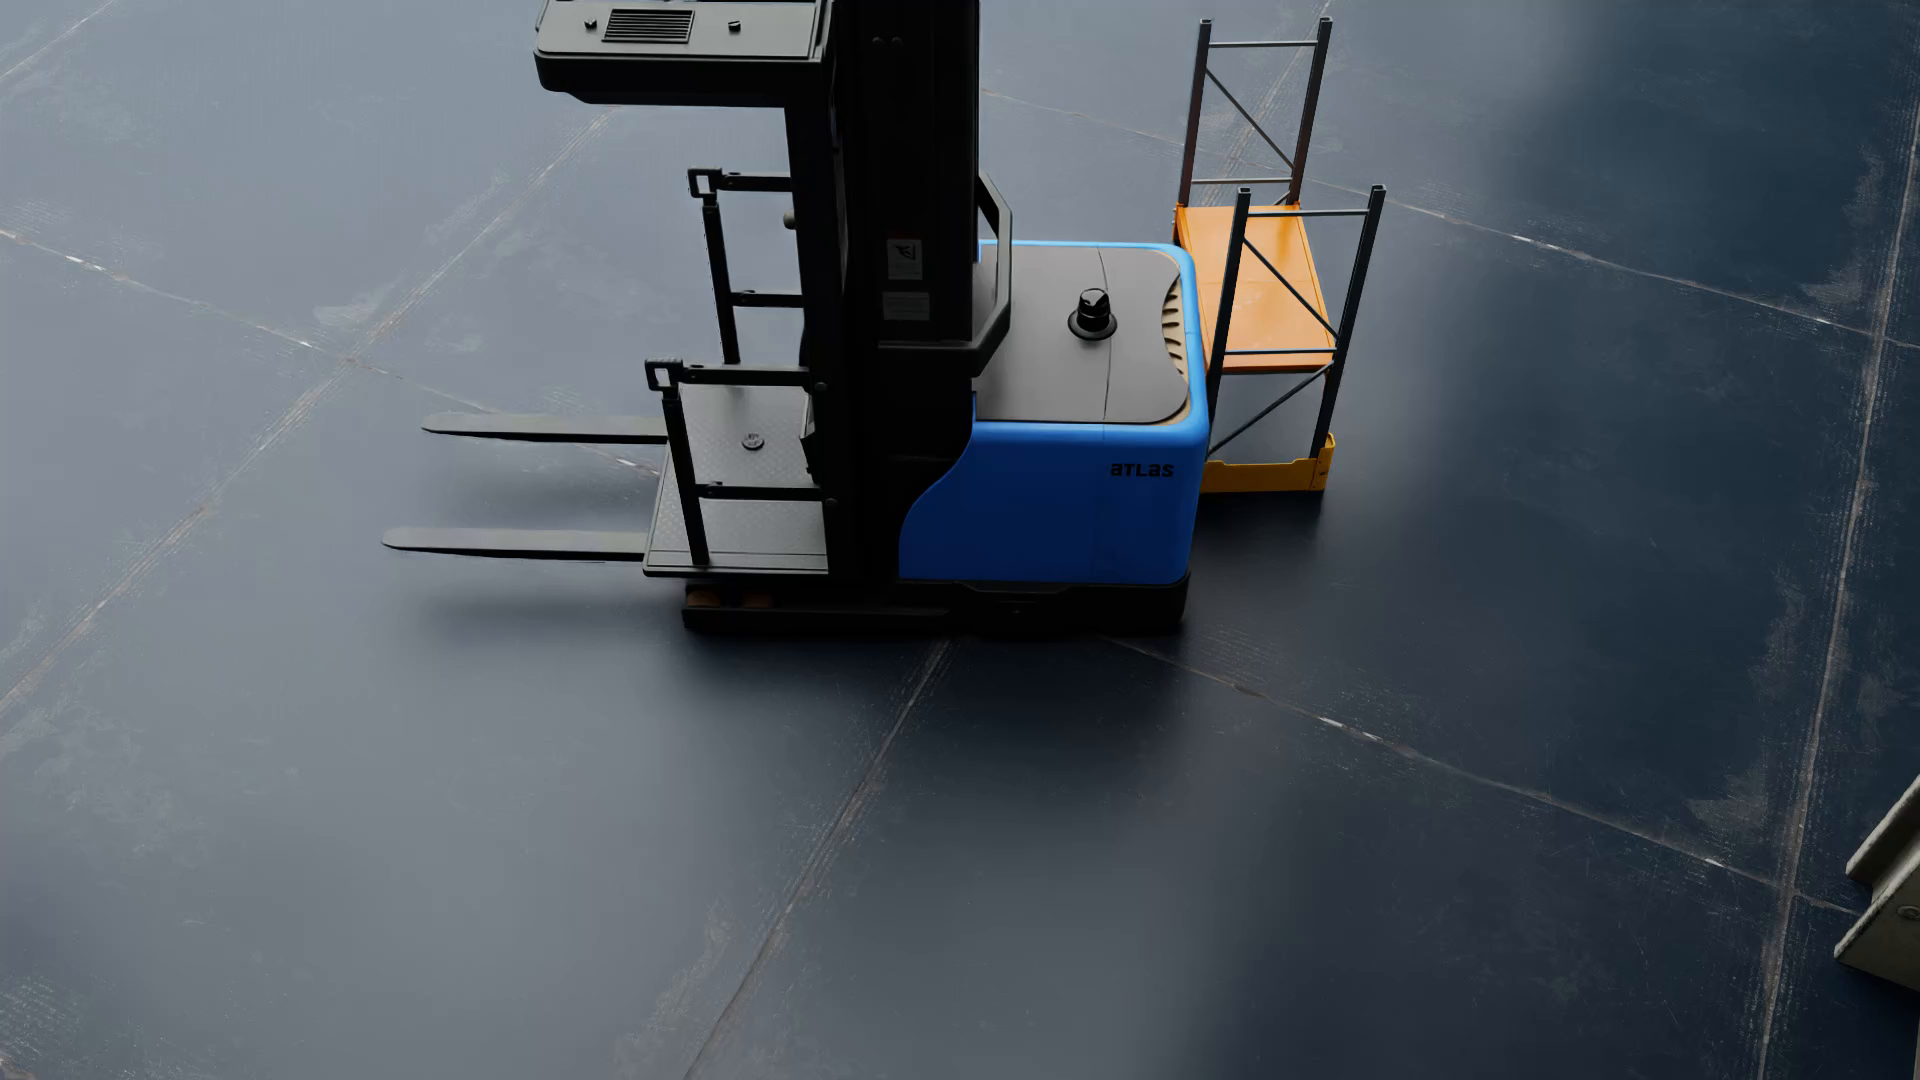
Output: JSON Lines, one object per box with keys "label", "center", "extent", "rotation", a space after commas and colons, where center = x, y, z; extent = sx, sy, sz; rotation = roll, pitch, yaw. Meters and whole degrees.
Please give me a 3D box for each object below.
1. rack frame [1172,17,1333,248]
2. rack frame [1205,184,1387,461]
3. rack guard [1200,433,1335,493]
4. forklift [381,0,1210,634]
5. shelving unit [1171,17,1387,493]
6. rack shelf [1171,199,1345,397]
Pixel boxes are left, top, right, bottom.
{"label": "rack frame", "center": [1.153, -1.471, 6.832], "extent": [0.500, 1.500, 0.032], "rotation": [-1, 50, -1]}
{"label": "rack frame", "center": [1.186, -0.698, 6.174], "extent": [0.500, 1.500, 0.032], "rotation": [-1, 50, -1]}
{"label": "rack guard", "center": [1.186, -0.307, 6.662], "extent": [0.587, 0.250, 0.087], "rotation": [-1, 50, -1]}
{"label": "forklift", "center": [-0.657, -1.009, 5.499], "extent": [3.031, 2.935, 1.130], "rotation": [1, 50, 1]}
{"label": "shelving unit", "center": [1.169, -1.091, 6.509], "extent": [0.587, 1.500, 1.083], "rotation": [-1, 50, -1]}
{"label": "rack shelf", "center": [1.170, -0.968, 6.640], "extent": [0.538, 0.185, 1.000], "rotation": [-1, 50, -1]}
